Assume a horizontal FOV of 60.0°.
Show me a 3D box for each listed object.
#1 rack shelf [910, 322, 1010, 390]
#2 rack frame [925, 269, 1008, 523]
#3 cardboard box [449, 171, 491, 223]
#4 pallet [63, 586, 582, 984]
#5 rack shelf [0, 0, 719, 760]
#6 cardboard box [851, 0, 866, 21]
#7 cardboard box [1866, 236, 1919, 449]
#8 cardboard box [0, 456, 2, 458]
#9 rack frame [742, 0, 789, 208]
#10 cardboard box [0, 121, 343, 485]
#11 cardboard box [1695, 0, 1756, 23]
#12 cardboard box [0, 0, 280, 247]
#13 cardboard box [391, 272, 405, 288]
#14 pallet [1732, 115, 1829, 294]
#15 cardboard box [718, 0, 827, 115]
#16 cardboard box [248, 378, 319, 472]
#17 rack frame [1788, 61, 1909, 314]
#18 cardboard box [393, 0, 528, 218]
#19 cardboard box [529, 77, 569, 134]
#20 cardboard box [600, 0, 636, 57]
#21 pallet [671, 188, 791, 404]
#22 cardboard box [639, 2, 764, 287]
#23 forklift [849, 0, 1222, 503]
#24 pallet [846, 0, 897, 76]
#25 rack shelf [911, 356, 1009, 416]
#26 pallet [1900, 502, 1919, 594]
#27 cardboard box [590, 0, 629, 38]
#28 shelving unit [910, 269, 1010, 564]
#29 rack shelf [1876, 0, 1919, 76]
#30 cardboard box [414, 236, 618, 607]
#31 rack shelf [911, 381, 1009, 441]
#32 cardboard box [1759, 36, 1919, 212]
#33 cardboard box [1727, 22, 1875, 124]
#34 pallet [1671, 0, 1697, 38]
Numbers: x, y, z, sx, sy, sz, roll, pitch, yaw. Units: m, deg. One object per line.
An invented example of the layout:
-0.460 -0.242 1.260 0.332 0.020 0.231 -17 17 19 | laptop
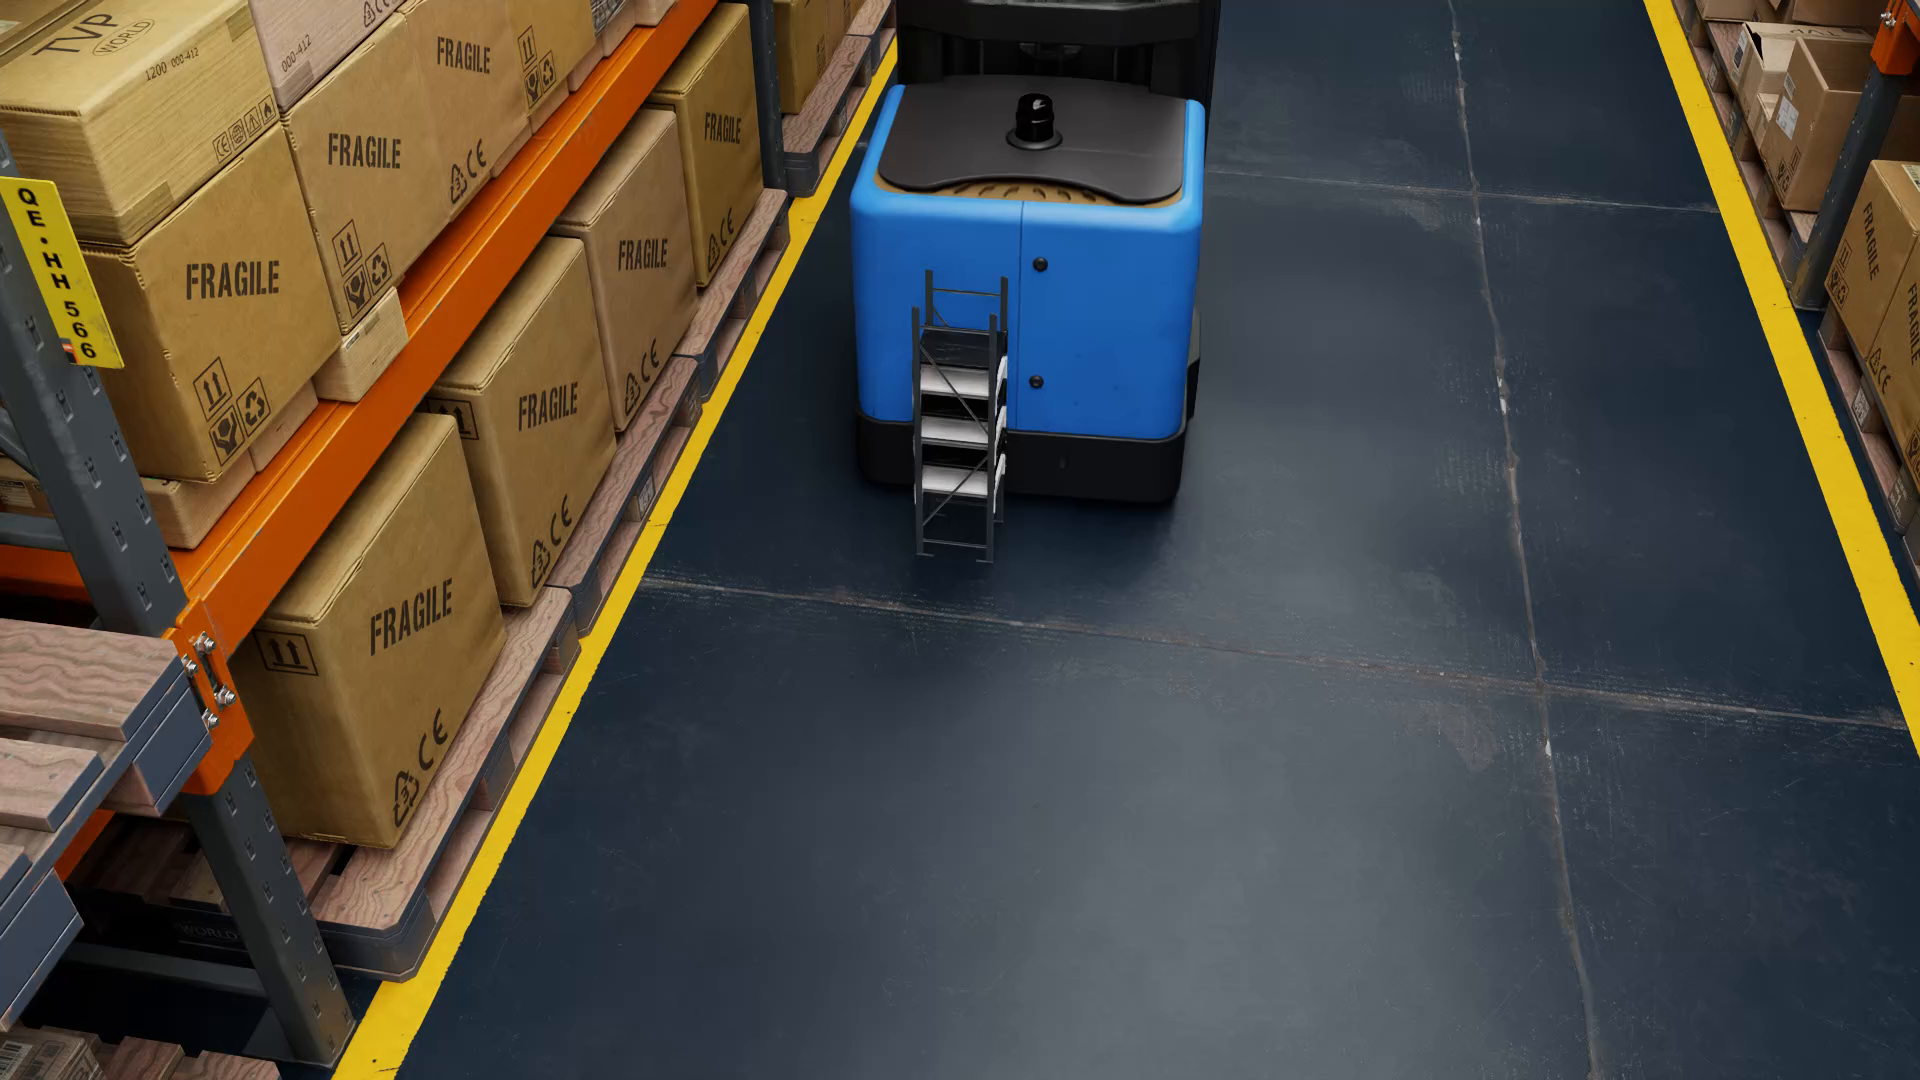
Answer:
0.001 -0.534 4.819 0.258 0.077 0.200 6 40 8 | rack shelf
0.019 -0.416 5.047 0.240 0.900 0.006 6 40 8 | rack frame
-1.428 -0.943 4.218 0.380 0.149 0.250 7 40 8 | cardboard box
-1.698 0.548 4.422 1.003 0.211 1.213 6 40 8 | pallet
-1.562 -1.019 4.692 1.077 0.370 4.000 6 40 8 | rack shelf
-0.805 -2.844 7.968 0.700 0.500 0.500 7 40 9 | cardboard box
3.258 -0.601 5.239 0.500 0.500 0.500 7 40 8 | cardboard box
-2.104 -0.184 3.300 0.380 0.149 0.250 7 40 8 | cardboard box
-1.216 -2.551 5.981 1.000 3.000 0.127 6 40 8 | rack frame
-1.572 -0.478 3.147 0.500 0.500 0.500 8 40 9 | cardboard box
3.809 -2.690 7.962 0.500 0.250 0.500 6 40 8 | cardboard box
-1.571 -0.765 2.905 0.500 0.250 0.500 7 40 9 | cardboard box
-1.520 -0.619 3.826 0.380 0.149 0.250 6 40 7 | cardboard box
3.783 -1.363 6.733 1.003 0.211 1.213 6 40 8 | pallet
-0.986 -2.207 7.198 0.700 0.500 0.500 7 40 8 | cardboard box
-1.571 -0.290 3.428 0.380 0.149 0.250 7 40 8 | cardboard box
3.663 -2.007 5.324 1.000 3.000 0.127 6 40 8 | rack frame
-1.386 -1.117 3.919 0.500 0.500 0.500 6 40 7 | cardboard box
-1.316 -1.261 4.602 0.380 0.149 0.250 8 40 9 | cardboard box
-1.201 -1.582 4.990 0.380 0.149 0.250 6 40 8 | cardboard box
-1.276 -0.984 6.274 1.003 0.211 1.213 6 40 8 | pallet
-1.201 -1.462 6.022 0.750 0.750 0.750 7 40 8 | cardboard box
0.358 -2.182 5.589 1.130 2.935 3.031 4 40 5 | forklift
-0.799 -2.713 8.365 1.003 0.211 1.213 6 40 8 | pallet
0.001 -0.465 4.876 0.258 0.077 0.200 6 40 8 | rack shelf
3.351 0.350 4.661 1.003 0.211 1.213 6 40 8 | pallet
-1.222 -1.759 4.696 0.500 0.500 0.500 6 40 8 | cardboard box
0.001 -0.352 4.969 0.258 0.900 0.210 6 40 8 | shelving unit
3.317 -0.475 4.035 1.077 0.370 4.000 6 40 8 | rack shelf
-1.494 -0.370 4.701 0.750 0.750 0.750 6 40 7 | cardboard box
0.001 -0.396 4.933 0.258 0.077 0.200 6 40 8 | rack shelf
3.482 -1.602 6.450 0.500 0.500 0.500 6 40 8 | cardboard box
3.612 -2.000 7.080 0.500 0.311 0.500 6 40 8 | cardboard box
4.205 -2.894 8.585 1.003 0.211 1.213 6 40 8 | pallet
